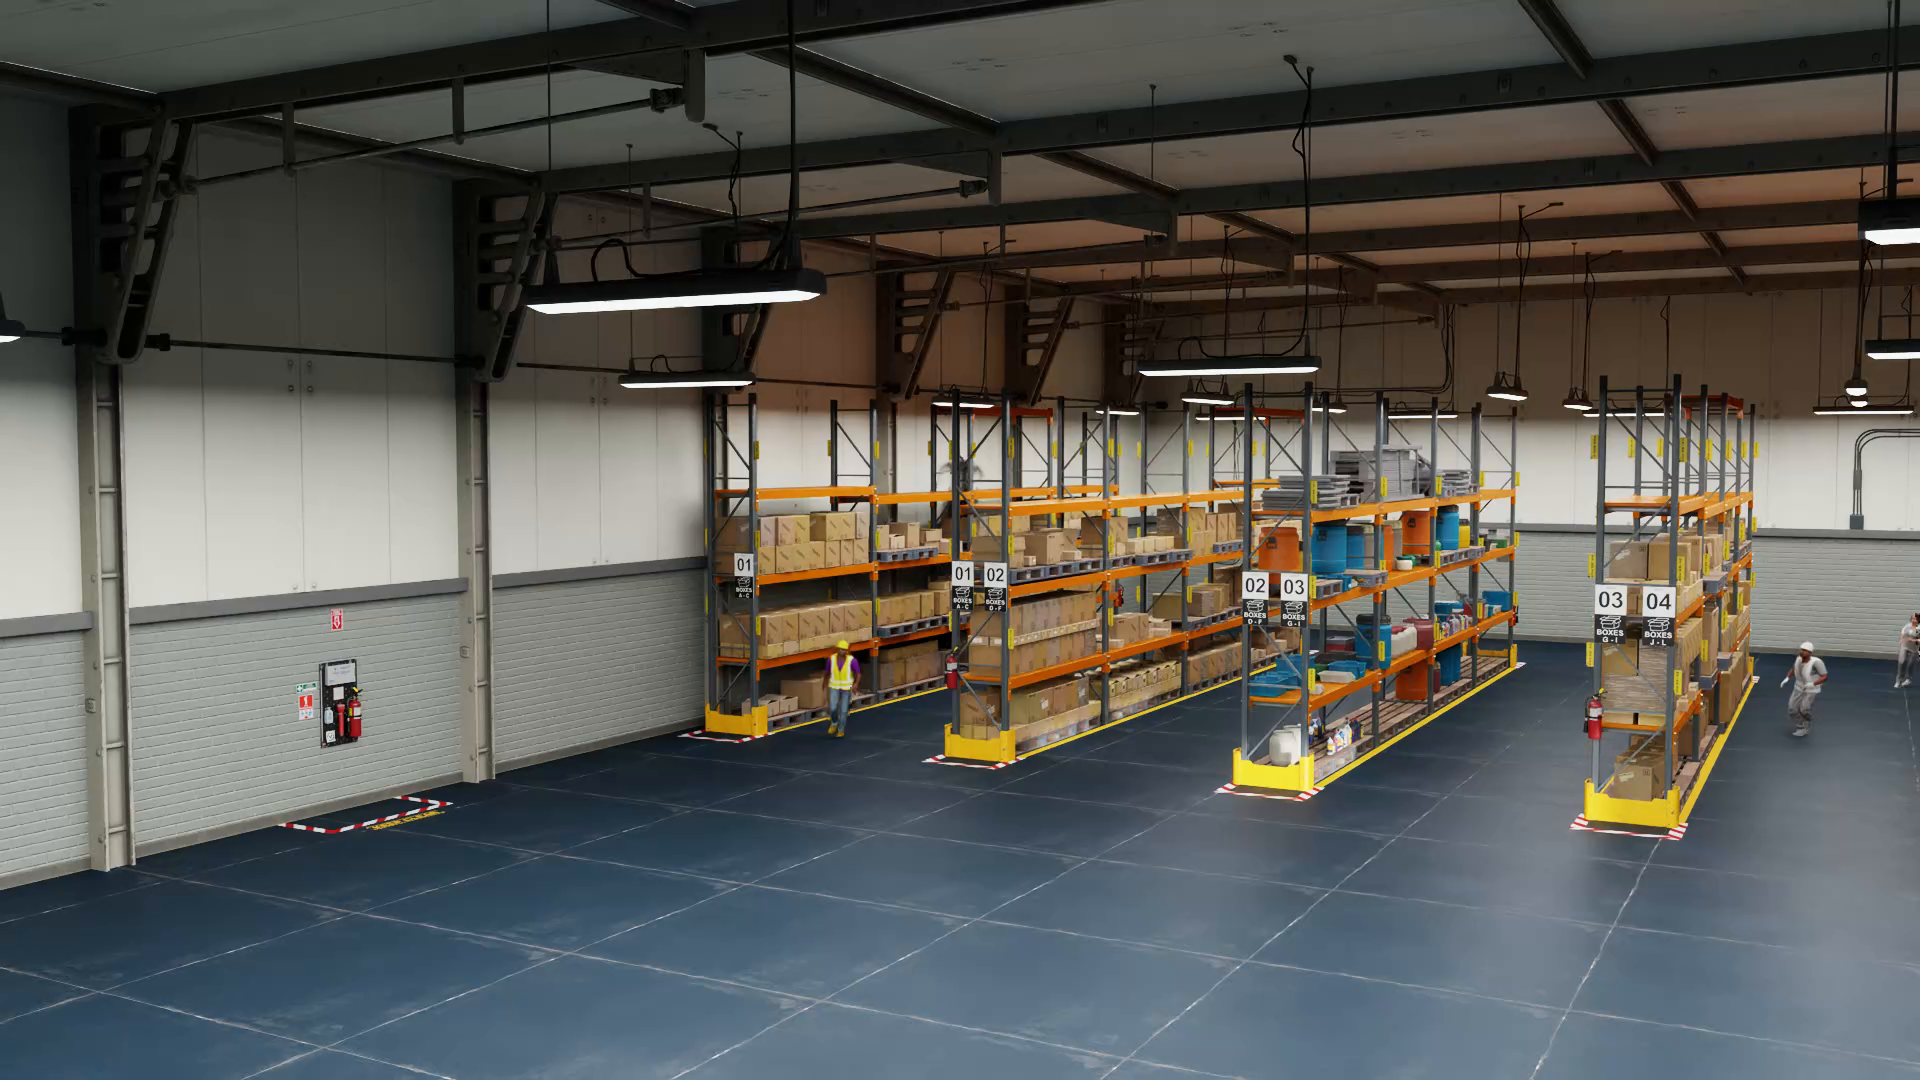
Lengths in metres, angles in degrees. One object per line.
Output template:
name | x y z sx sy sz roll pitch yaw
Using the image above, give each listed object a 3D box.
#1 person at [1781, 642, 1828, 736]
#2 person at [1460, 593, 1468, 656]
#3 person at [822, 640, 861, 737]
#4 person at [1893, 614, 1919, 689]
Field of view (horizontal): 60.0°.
person | 14.765 2.612 29.016 0.546 1.683 0.776 -2 4 -33
person | 12.142 2.057 39.886 0.663 1.629 0.583 2 3 26
person | -2.058 2.585 28.803 0.699 1.726 0.806 0 3 -3
person | 19.978 2.341 34.865 0.560 1.633 0.661 3 4 43
